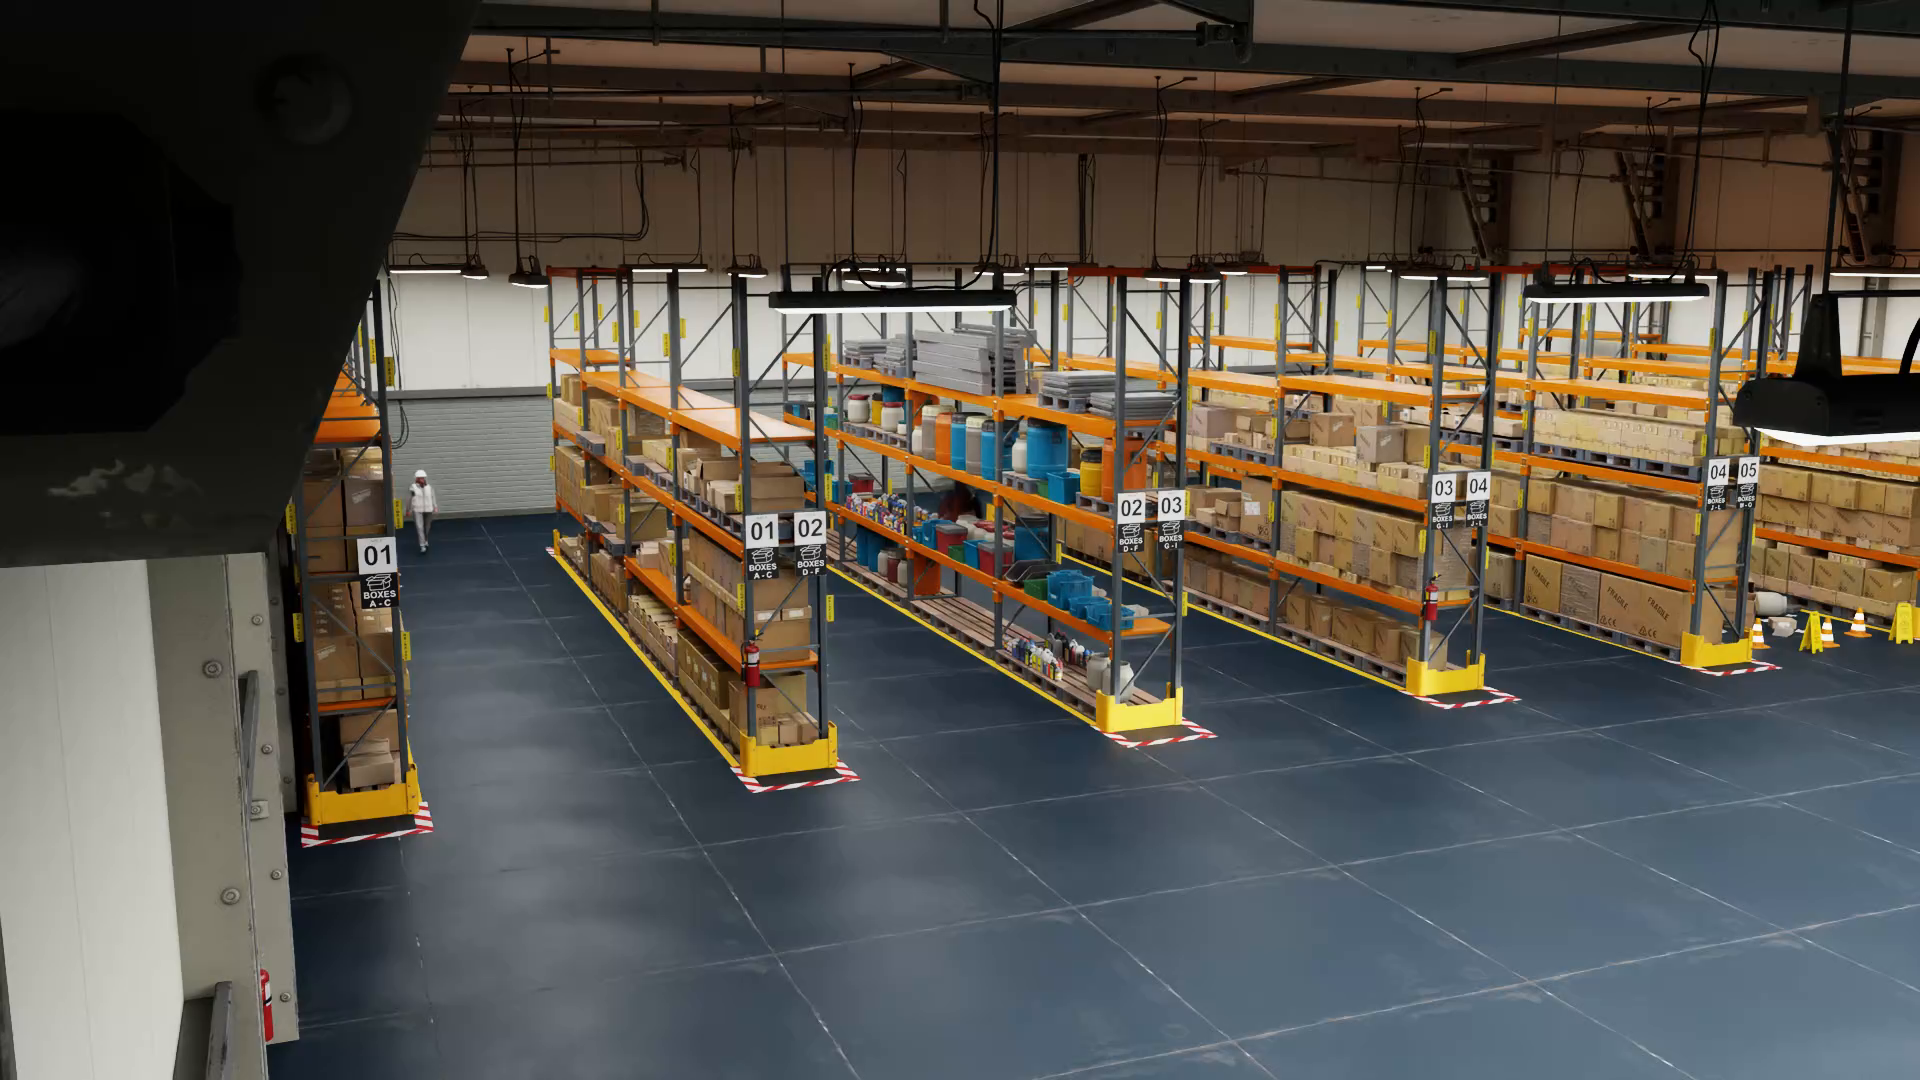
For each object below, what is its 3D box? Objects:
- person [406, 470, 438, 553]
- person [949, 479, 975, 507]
[{"bbox_3d":[-11.380,-0.624,35.192,0.615,1.726,1.065,-5,11,-28],"label":"person"},{"bbox_3d":[0.020,-1.623,41.348,0.445,1.580,0.749,8,12,37],"label":"person"}]
